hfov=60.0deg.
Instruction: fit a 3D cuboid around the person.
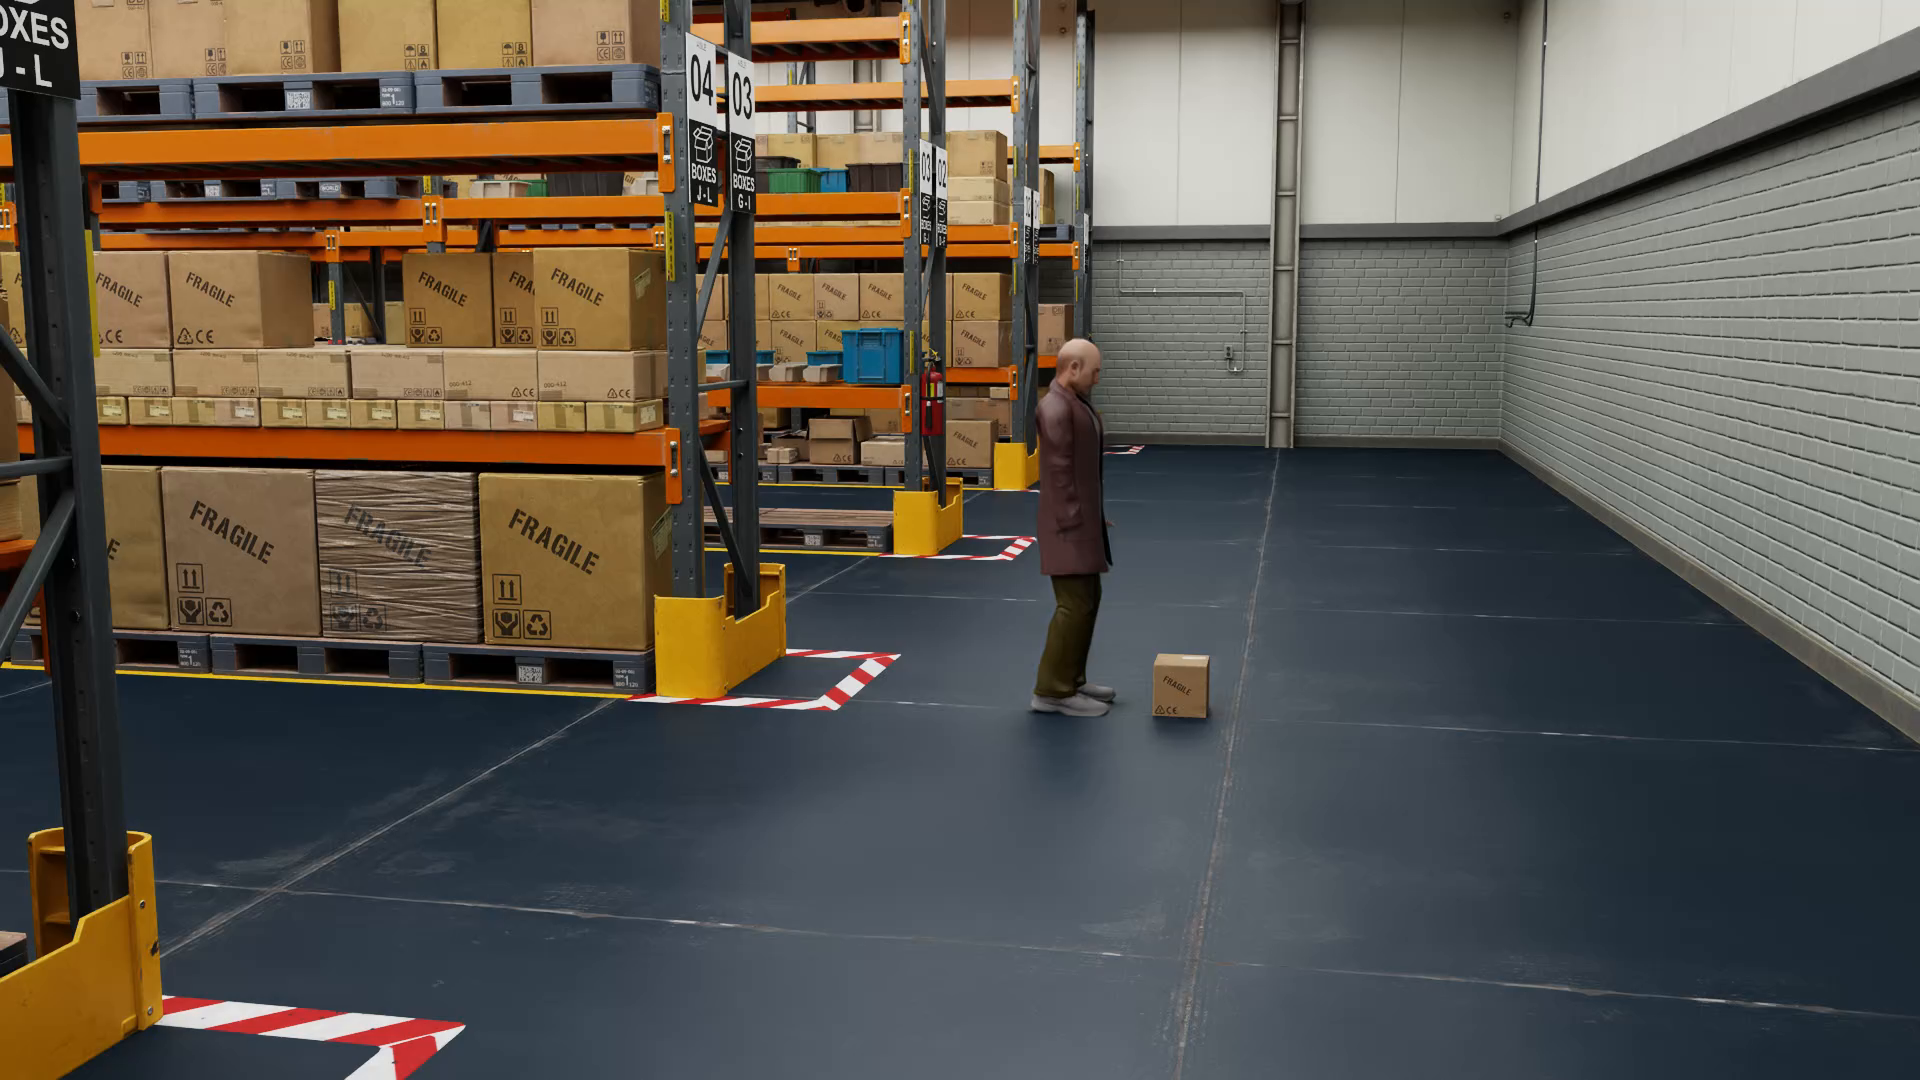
[{"bbox_3d":[0.556,-0.068,7.945,0.379,1.773,0.565,2,8,12],"label":"person"}]
